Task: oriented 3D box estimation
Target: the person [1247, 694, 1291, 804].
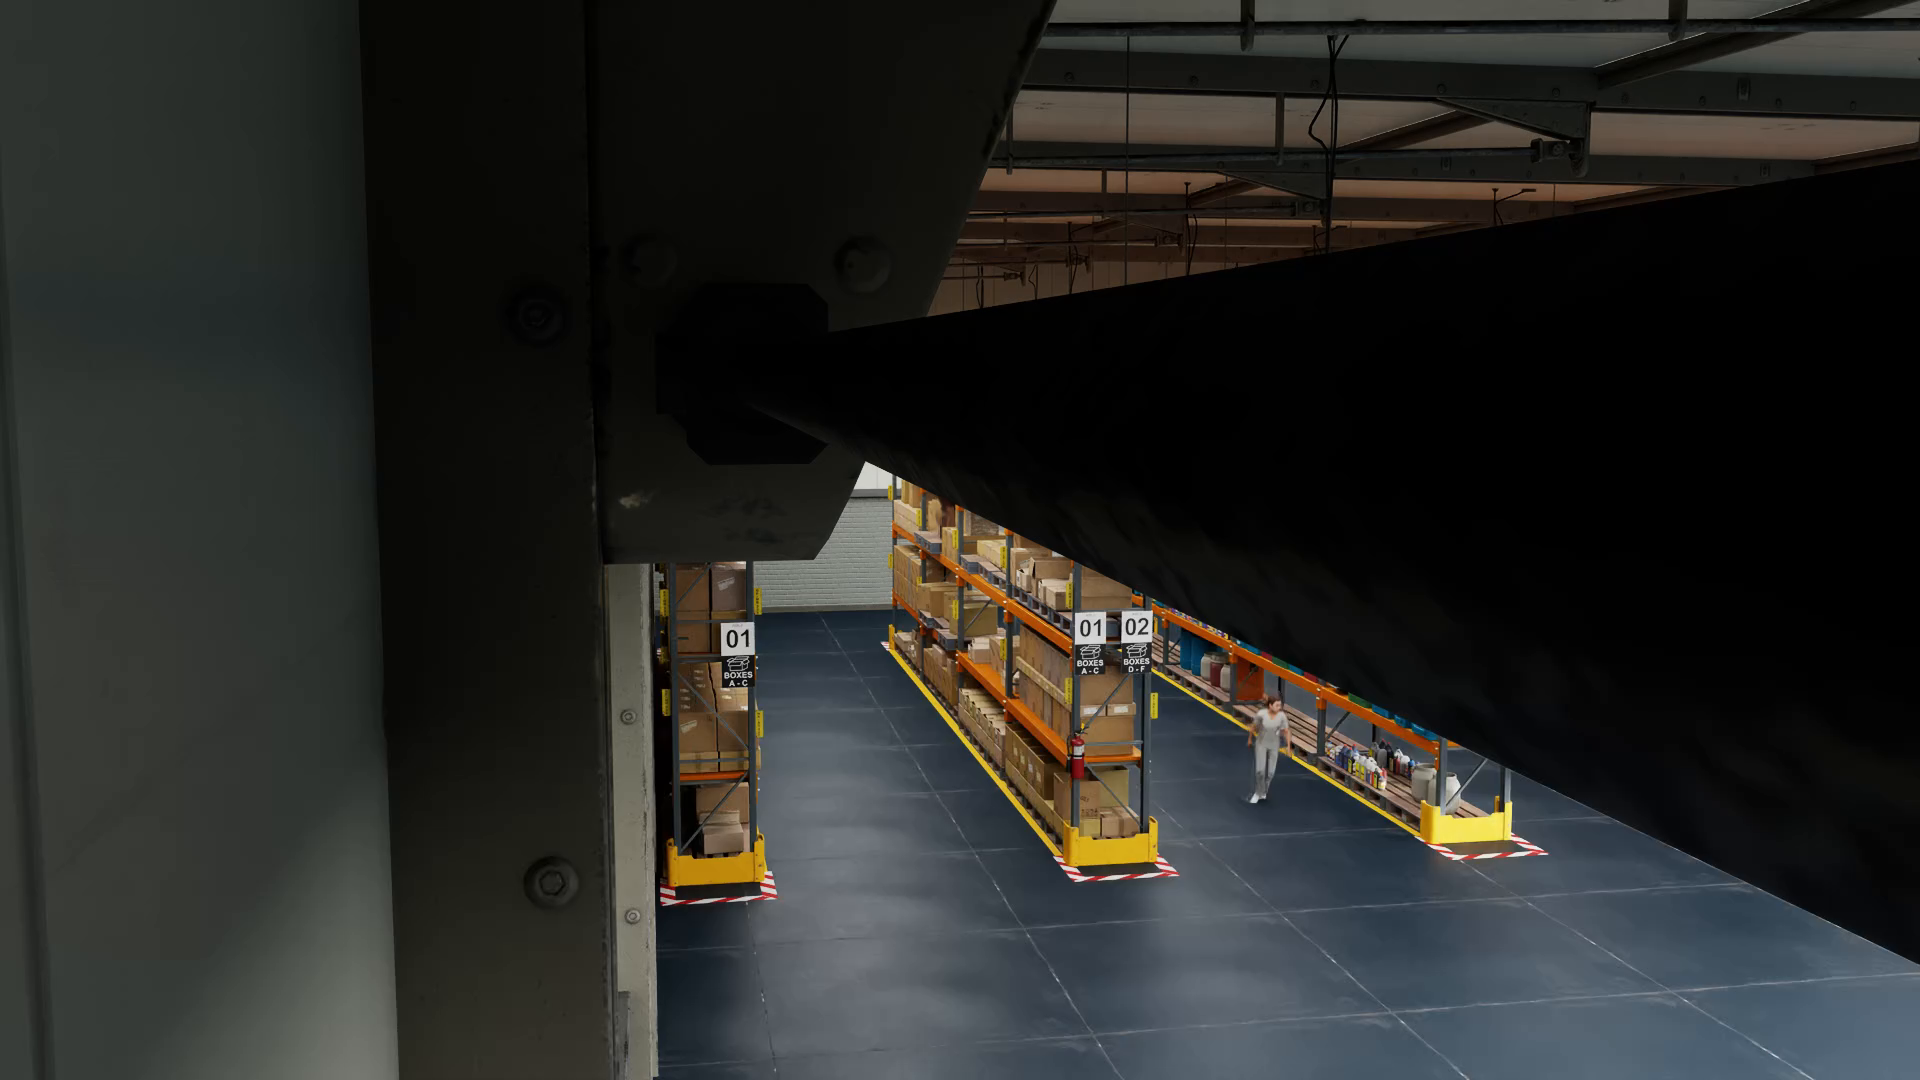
[{"bbox_3d":[4.415,2.960,23.760,0.554,1.607,0.709,0,6,-5],"label":"person"}]
